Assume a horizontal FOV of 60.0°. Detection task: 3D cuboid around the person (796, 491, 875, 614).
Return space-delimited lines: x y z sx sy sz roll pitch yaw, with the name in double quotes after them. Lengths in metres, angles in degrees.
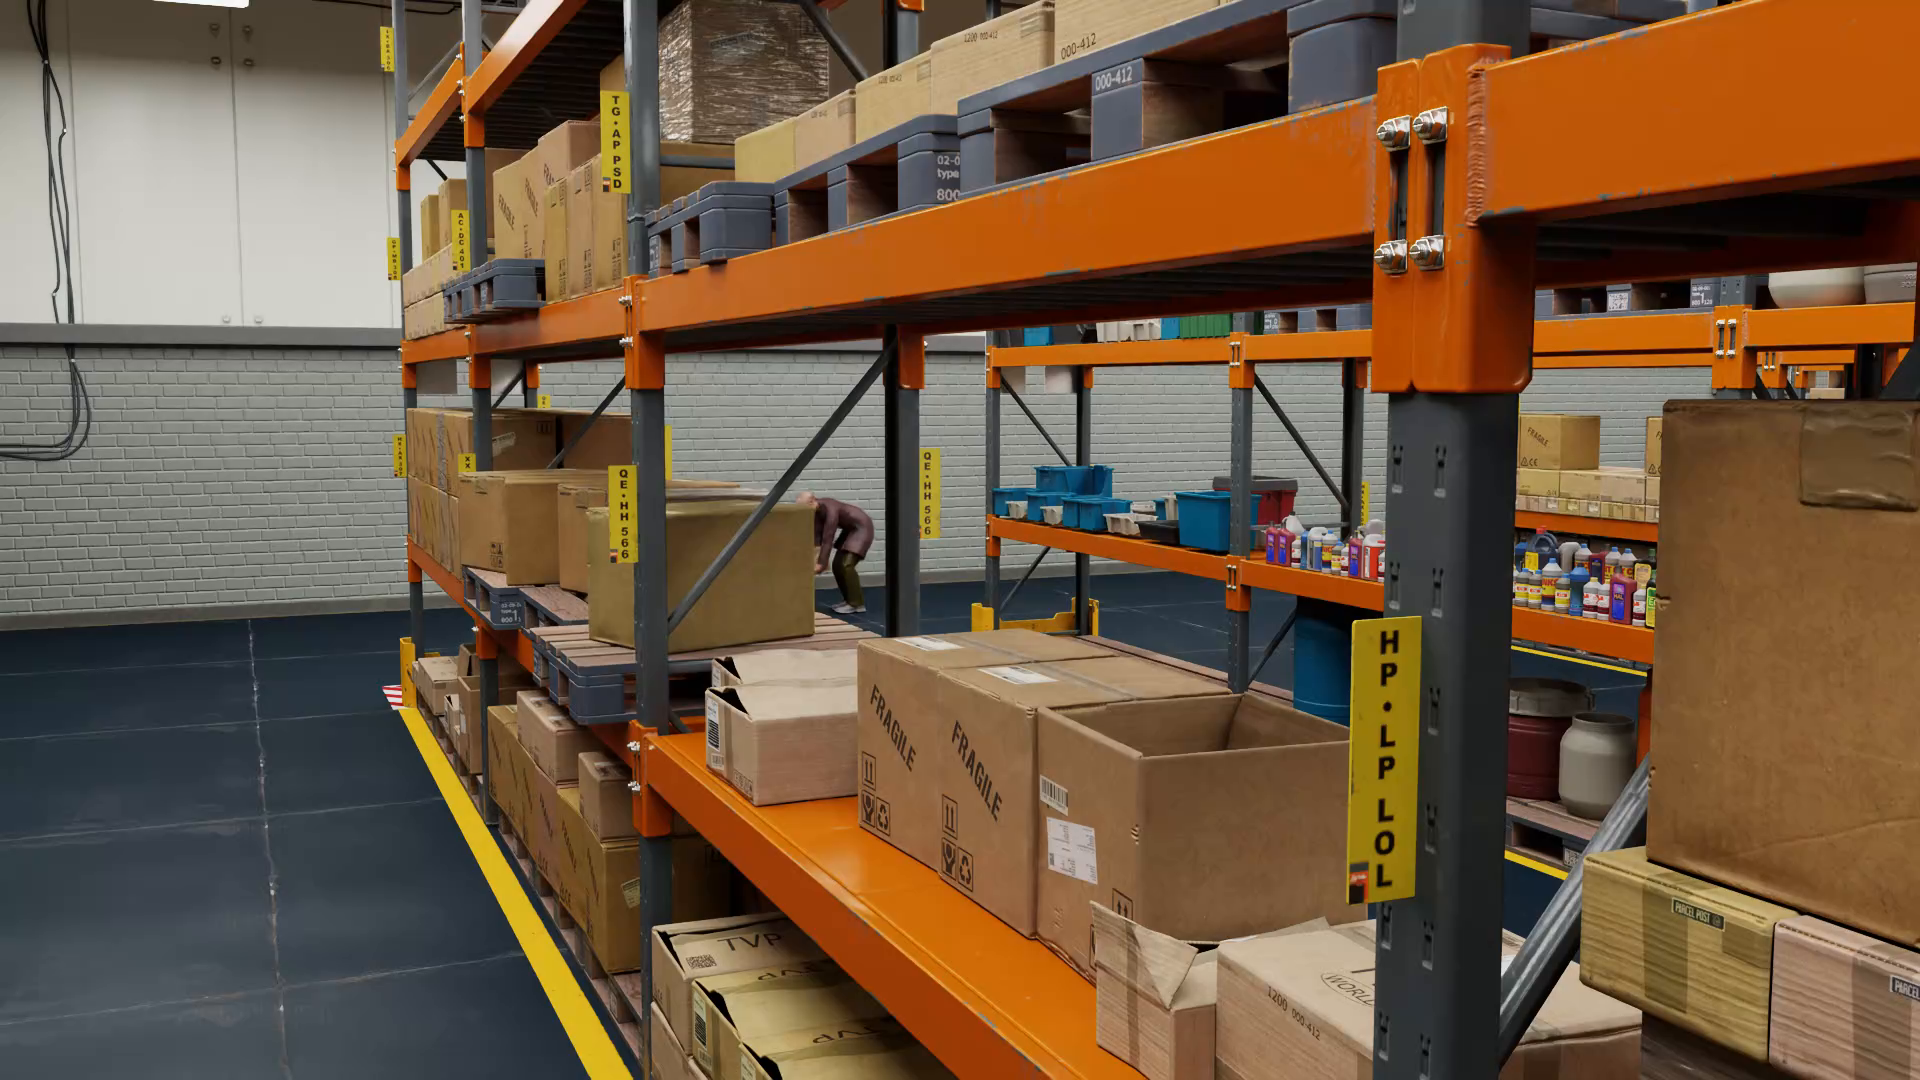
-1.369 0.128 18.168 0.889 1.346 0.557 -3 6 -26 "person"
